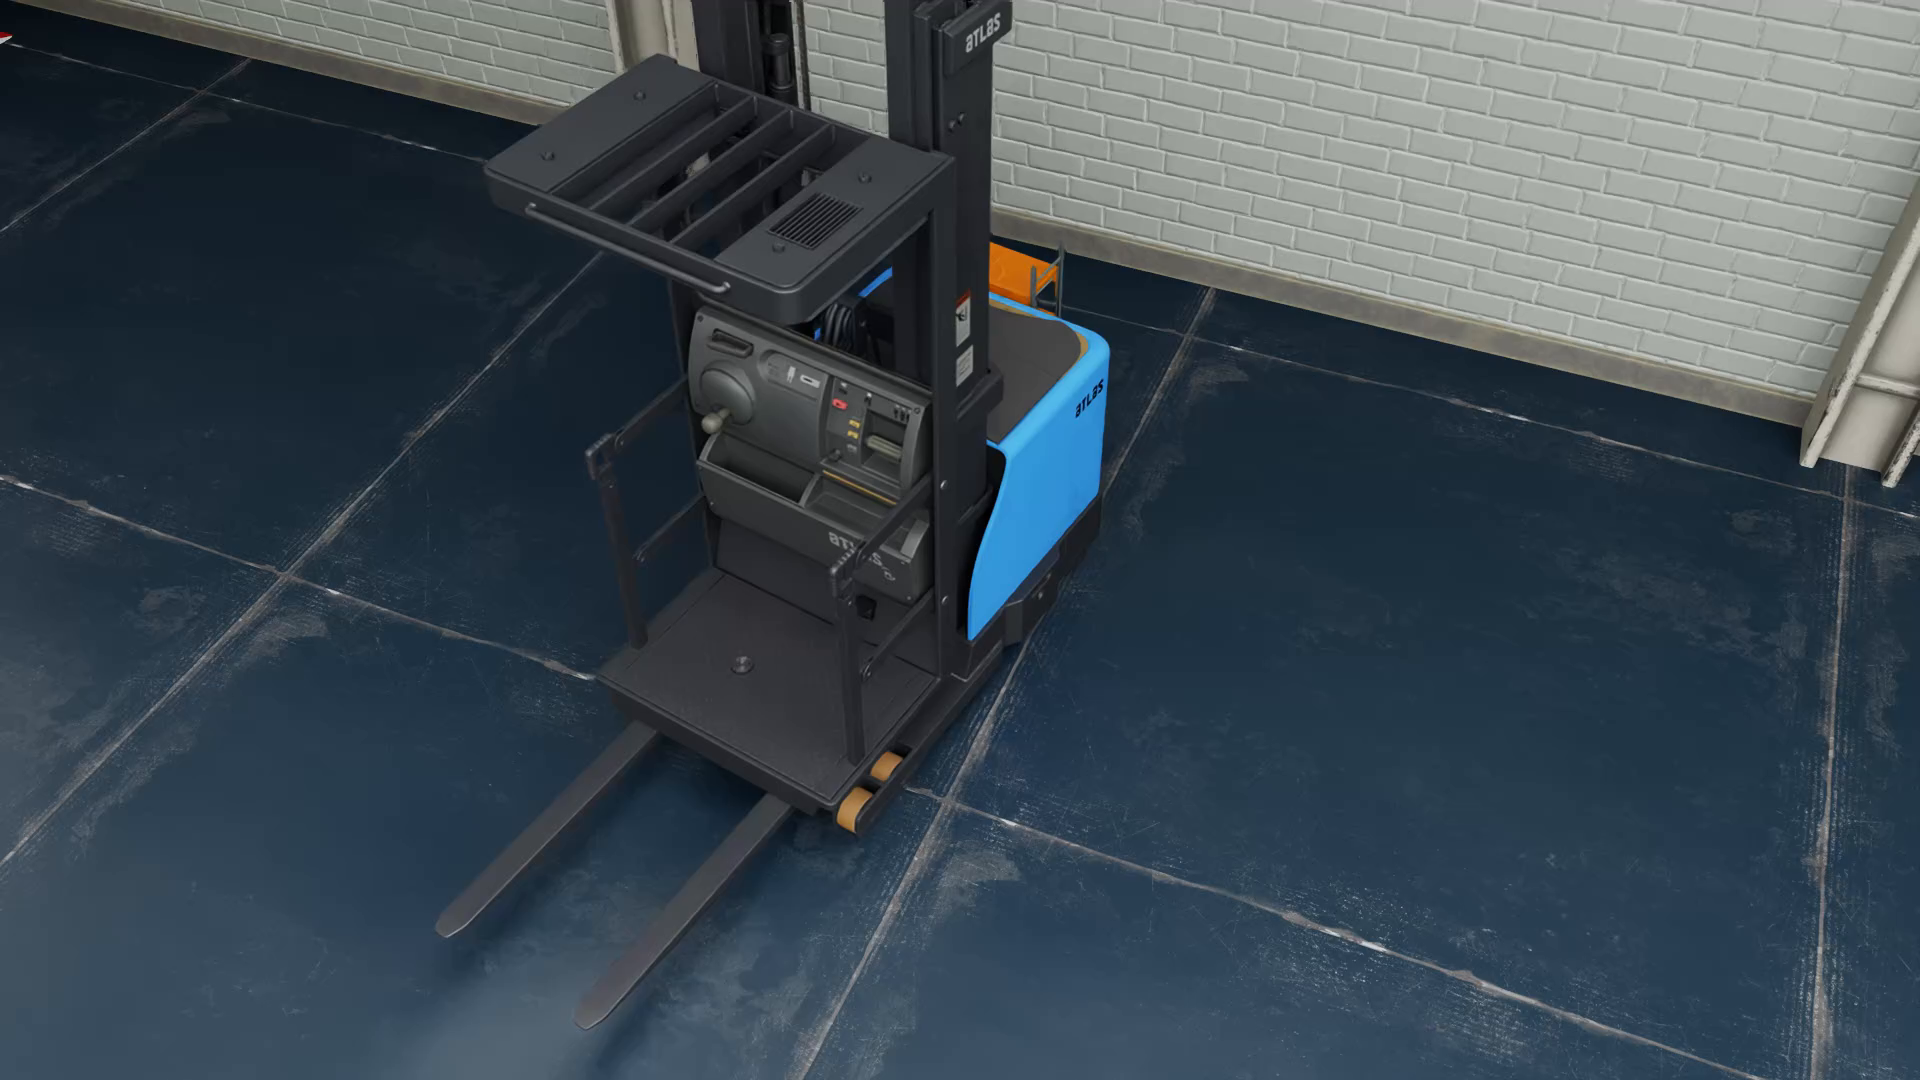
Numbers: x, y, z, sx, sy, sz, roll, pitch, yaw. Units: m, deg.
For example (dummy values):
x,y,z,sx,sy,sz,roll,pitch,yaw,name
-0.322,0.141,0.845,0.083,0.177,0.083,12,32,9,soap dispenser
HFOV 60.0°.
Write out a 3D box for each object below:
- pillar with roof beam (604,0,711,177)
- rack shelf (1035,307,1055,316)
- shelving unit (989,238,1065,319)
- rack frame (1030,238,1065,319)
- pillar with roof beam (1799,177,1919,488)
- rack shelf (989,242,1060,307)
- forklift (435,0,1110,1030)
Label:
x,y,z,sx,sy,sz,roll,pitch,yaw,name
-3.203,-2.399,3.120,0.400,9.000,9.100,16,47,16,pillar with roof beam
0.139,-0.903,6.924,0.480,0.148,0.258,24,50,22,rack shelf
0.139,-0.792,7.034,0.503,1.200,0.258,24,50,22,shelving unit
0.345,-0.700,6.941,0.015,1.200,0.240,24,50,22,rack frame
2.334,-0.770,1.482,0.400,9.000,9.100,16,47,16,pillar with roof beam
0.139,-1.070,6.757,0.480,0.148,0.258,24,50,22,rack shelf
-0.633,-0.364,5.377,1.130,2.935,3.031,25,50,23,forklift
